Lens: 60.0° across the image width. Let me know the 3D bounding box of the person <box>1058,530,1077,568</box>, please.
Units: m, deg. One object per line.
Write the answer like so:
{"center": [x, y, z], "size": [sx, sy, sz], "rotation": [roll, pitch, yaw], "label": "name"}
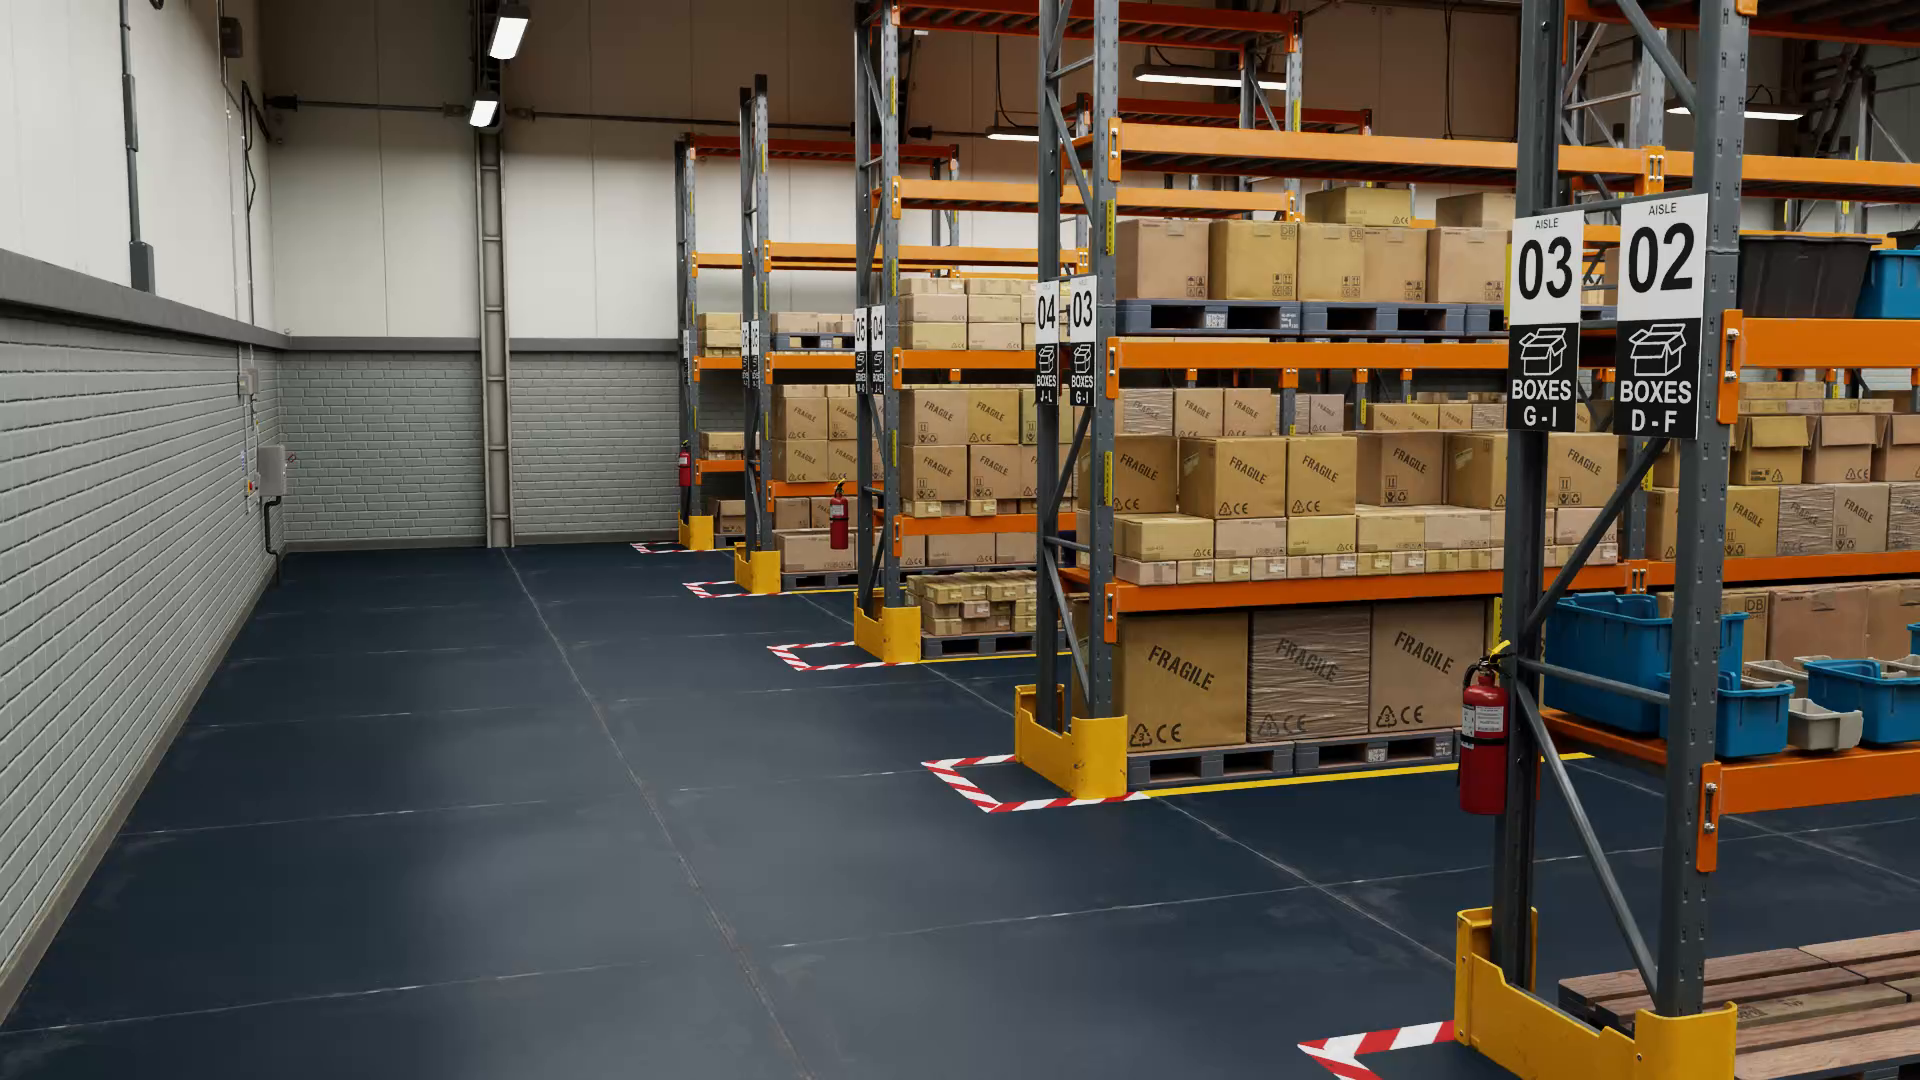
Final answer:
{"center": [1.361, -0.101, 18.767], "size": [0.522, 1.634, 0.452], "rotation": [-2, 6, -19], "label": "person"}
